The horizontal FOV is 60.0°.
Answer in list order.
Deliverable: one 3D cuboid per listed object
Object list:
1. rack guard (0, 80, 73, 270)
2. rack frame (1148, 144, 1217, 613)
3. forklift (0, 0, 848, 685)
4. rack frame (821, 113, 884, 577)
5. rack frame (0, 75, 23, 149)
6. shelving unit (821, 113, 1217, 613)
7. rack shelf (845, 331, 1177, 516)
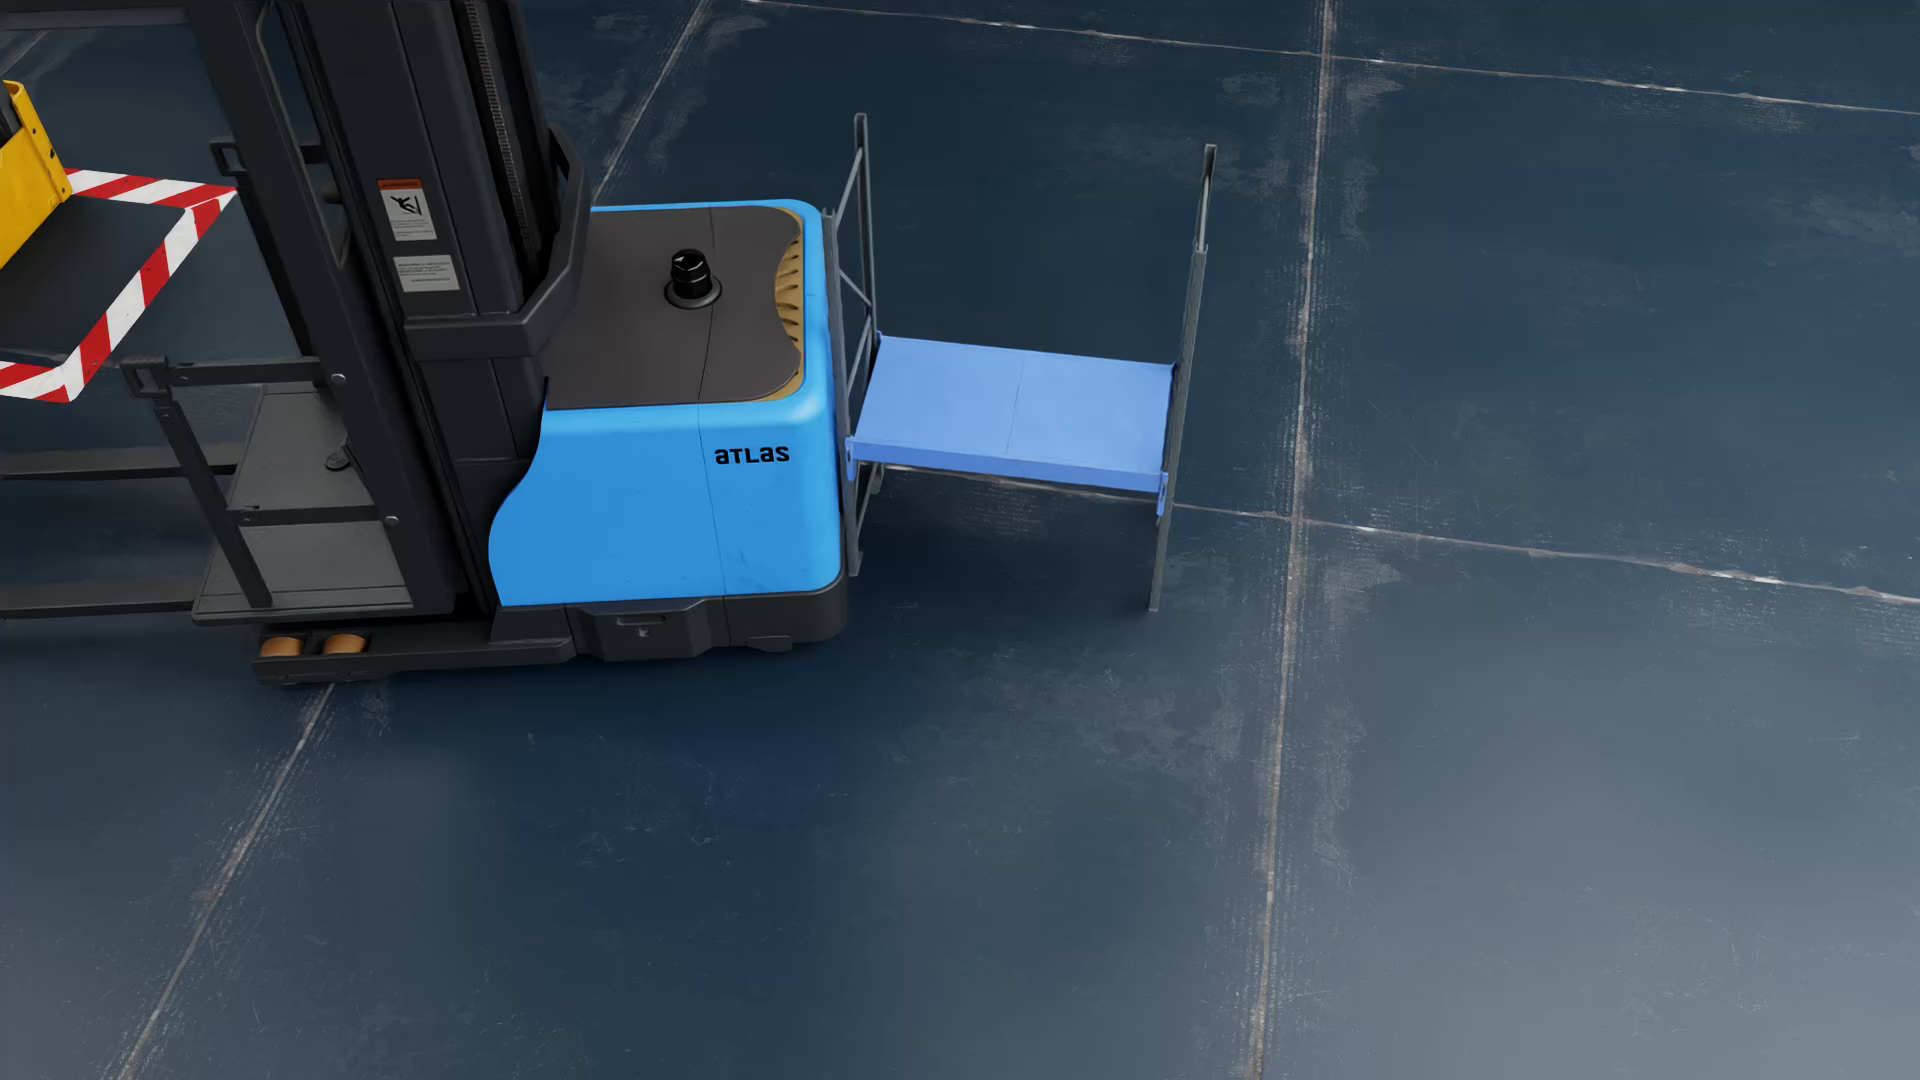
[{"bbox_3d":[-4.043,-1.279,6.563,0.348,0.500,1.175,8,49,7],"label":"rack guard"},{"bbox_3d":[0.679,-0.445,5.142,0.032,1.500,0.500,7,48,6],"label":"rack frame"},{"bbox_3d":[-1.904,-0.924,4.610,3.031,2.935,1.130,-3,48,-2],"label":"forklift"},{"bbox_3d":[-0.326,-0.561,5.246,0.032,1.500,0.500,7,48,6],"label":"rack frame"},{"bbox_3d":[-3.968,-2.105,5.624,0.127,3.000,1.000,8,49,7],"label":"rack frame"},{"bbox_3d":[0.177,-0.503,5.194,1.048,1.500,0.538,7,48,6],"label":"shelving unit"},{"bbox_3d":[0.177,-0.383,5.327,1.000,0.185,0.538,7,48,6],"label":"rack shelf"}]
